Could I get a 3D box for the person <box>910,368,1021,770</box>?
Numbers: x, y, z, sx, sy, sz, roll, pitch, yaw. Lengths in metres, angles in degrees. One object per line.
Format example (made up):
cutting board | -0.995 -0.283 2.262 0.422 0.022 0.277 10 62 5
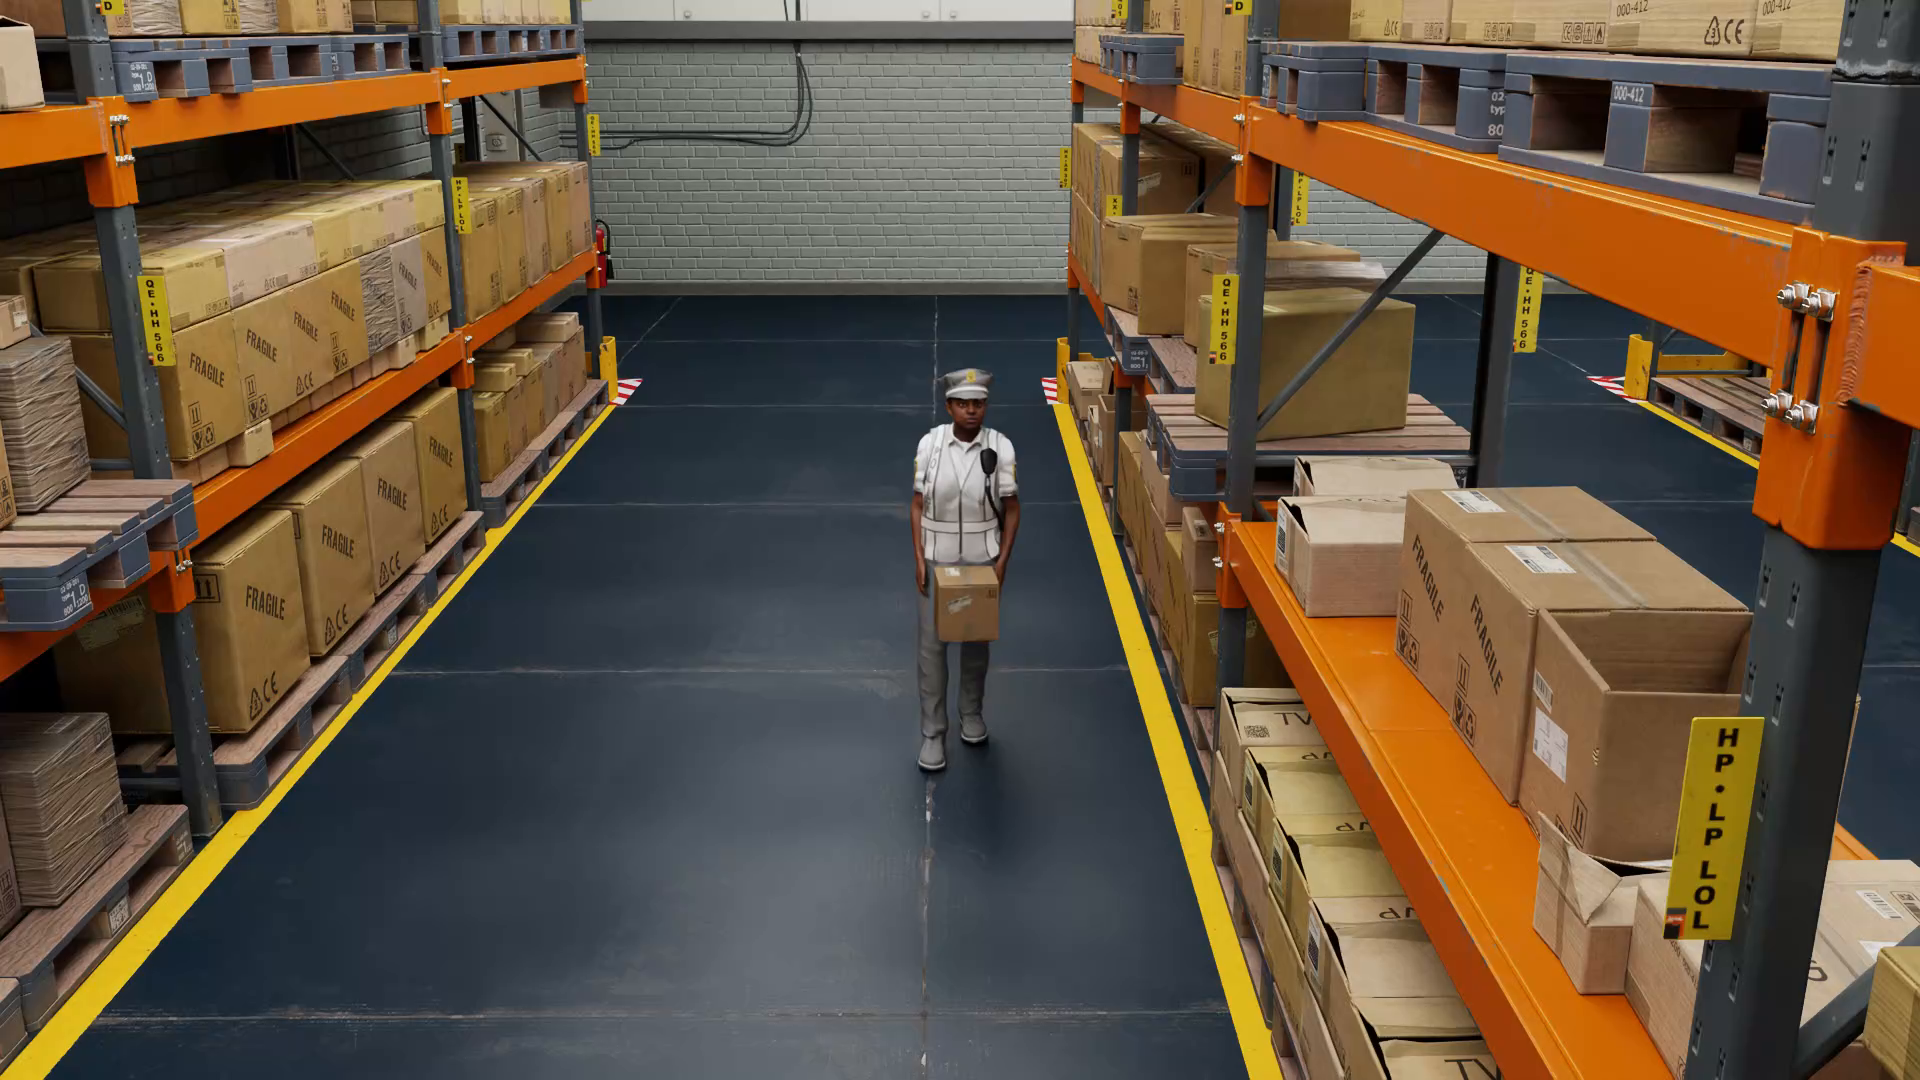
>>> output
person | 0.028 0.105 7.111 0.474 1.694 0.604 -1 17 -2
